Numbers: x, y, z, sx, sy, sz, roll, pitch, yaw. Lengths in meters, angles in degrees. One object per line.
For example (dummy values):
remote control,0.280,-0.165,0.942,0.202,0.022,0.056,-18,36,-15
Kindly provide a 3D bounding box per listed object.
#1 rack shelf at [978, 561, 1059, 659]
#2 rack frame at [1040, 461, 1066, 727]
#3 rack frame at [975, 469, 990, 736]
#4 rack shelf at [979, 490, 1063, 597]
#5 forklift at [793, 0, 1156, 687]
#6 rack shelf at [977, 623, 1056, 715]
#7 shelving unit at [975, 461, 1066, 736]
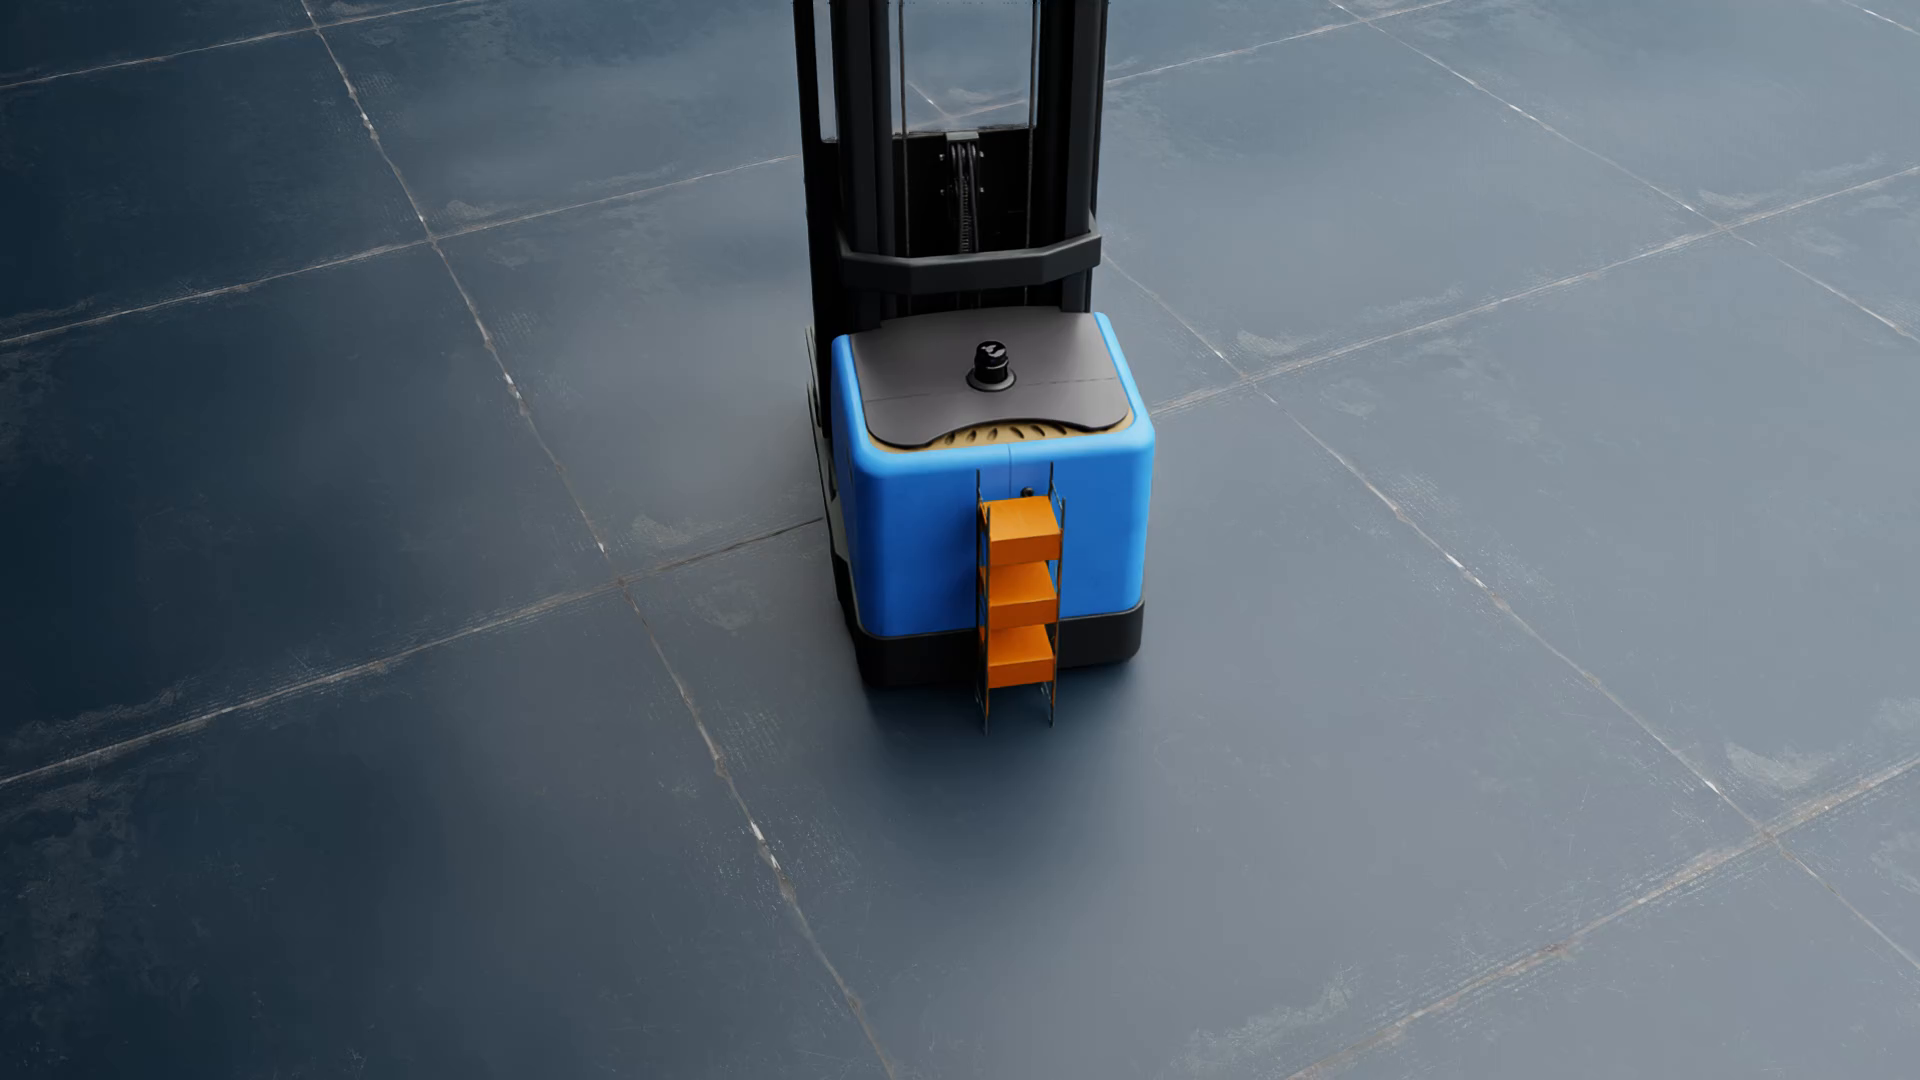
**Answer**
rack shelf,0.195,0.228,5.684,0.240,0.259,0.215,-6,41,-8
rack frame,0.315,0.207,5.693,0.008,1.050,0.200,-6,41,-8
rack frame,0.075,0.234,5.661,0.008,1.050,0.200,-6,41,-8
rack shelf,0.195,0.012,5.501,0.240,0.259,0.215,-6,41,-8
forklift,-0.070,-1.540,6.301,1.130,2.935,3.031,-6,41,-7
rack shelf,0.195,0.440,5.864,0.240,0.259,0.215,-6,41,-8
shelving unit,0.195,0.220,5.677,0.252,1.050,0.215,-6,41,-8
